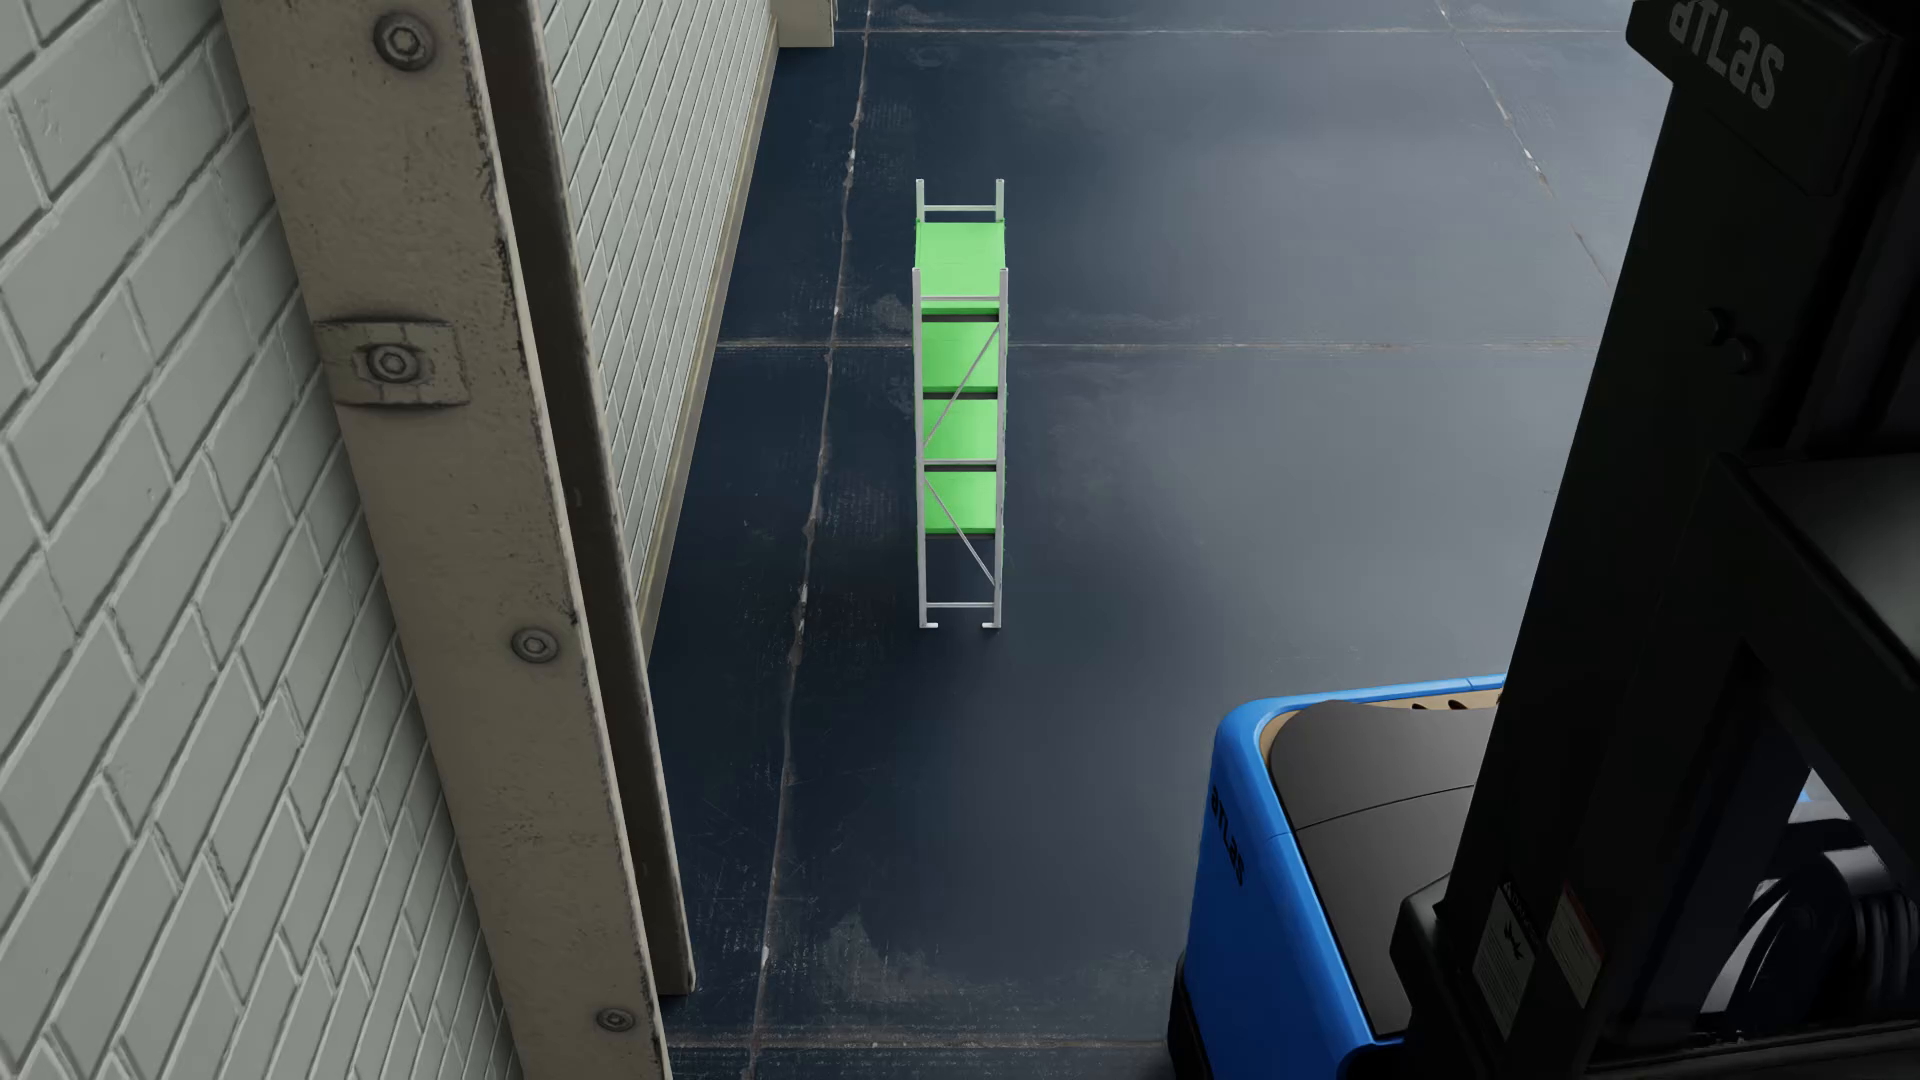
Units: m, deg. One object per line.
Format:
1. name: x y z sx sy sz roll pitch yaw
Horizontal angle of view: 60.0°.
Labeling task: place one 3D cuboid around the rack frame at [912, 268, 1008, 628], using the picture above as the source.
1. rack frame: 0.001 -0.212 4.555 0.240 1.200 0.015 0 39 0

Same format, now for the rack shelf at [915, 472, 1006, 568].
1. rack shelf: 0.000 -0.128 4.936 0.258 0.148 0.480 0 39 0

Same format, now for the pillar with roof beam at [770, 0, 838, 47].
1. pillar with roof beam: 3.515 -6.110 5.678 9.100 9.000 0.400 0 39 0

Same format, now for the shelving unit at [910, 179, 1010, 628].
1. shelving unit: 0.000 -0.365 4.746 0.258 1.200 0.503 0 39 0

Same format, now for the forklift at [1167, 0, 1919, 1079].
1. forklift: 1.193 0.870 1.821 1.130 2.935 3.031 -5 39 -7

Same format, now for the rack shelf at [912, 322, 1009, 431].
1. rack shelf: 0.000 -0.502 4.635 0.258 0.148 0.480 0 39 0

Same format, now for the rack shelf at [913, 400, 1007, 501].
1. rack shelf: 0.000 -0.315 4.786 0.258 0.148 0.480 0 39 0

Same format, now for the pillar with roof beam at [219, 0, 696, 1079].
1. pillar with roof beam: 3.522 -2.358 0.996 9.100 9.000 0.400 0 39 0

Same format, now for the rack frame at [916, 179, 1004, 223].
1. rack frame: 0.000 -0.517 4.936 0.240 1.200 0.015 0 39 0

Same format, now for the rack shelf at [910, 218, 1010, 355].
1. rack shelf: 0.000 -0.689 4.485 0.258 0.148 0.480 0 39 0
